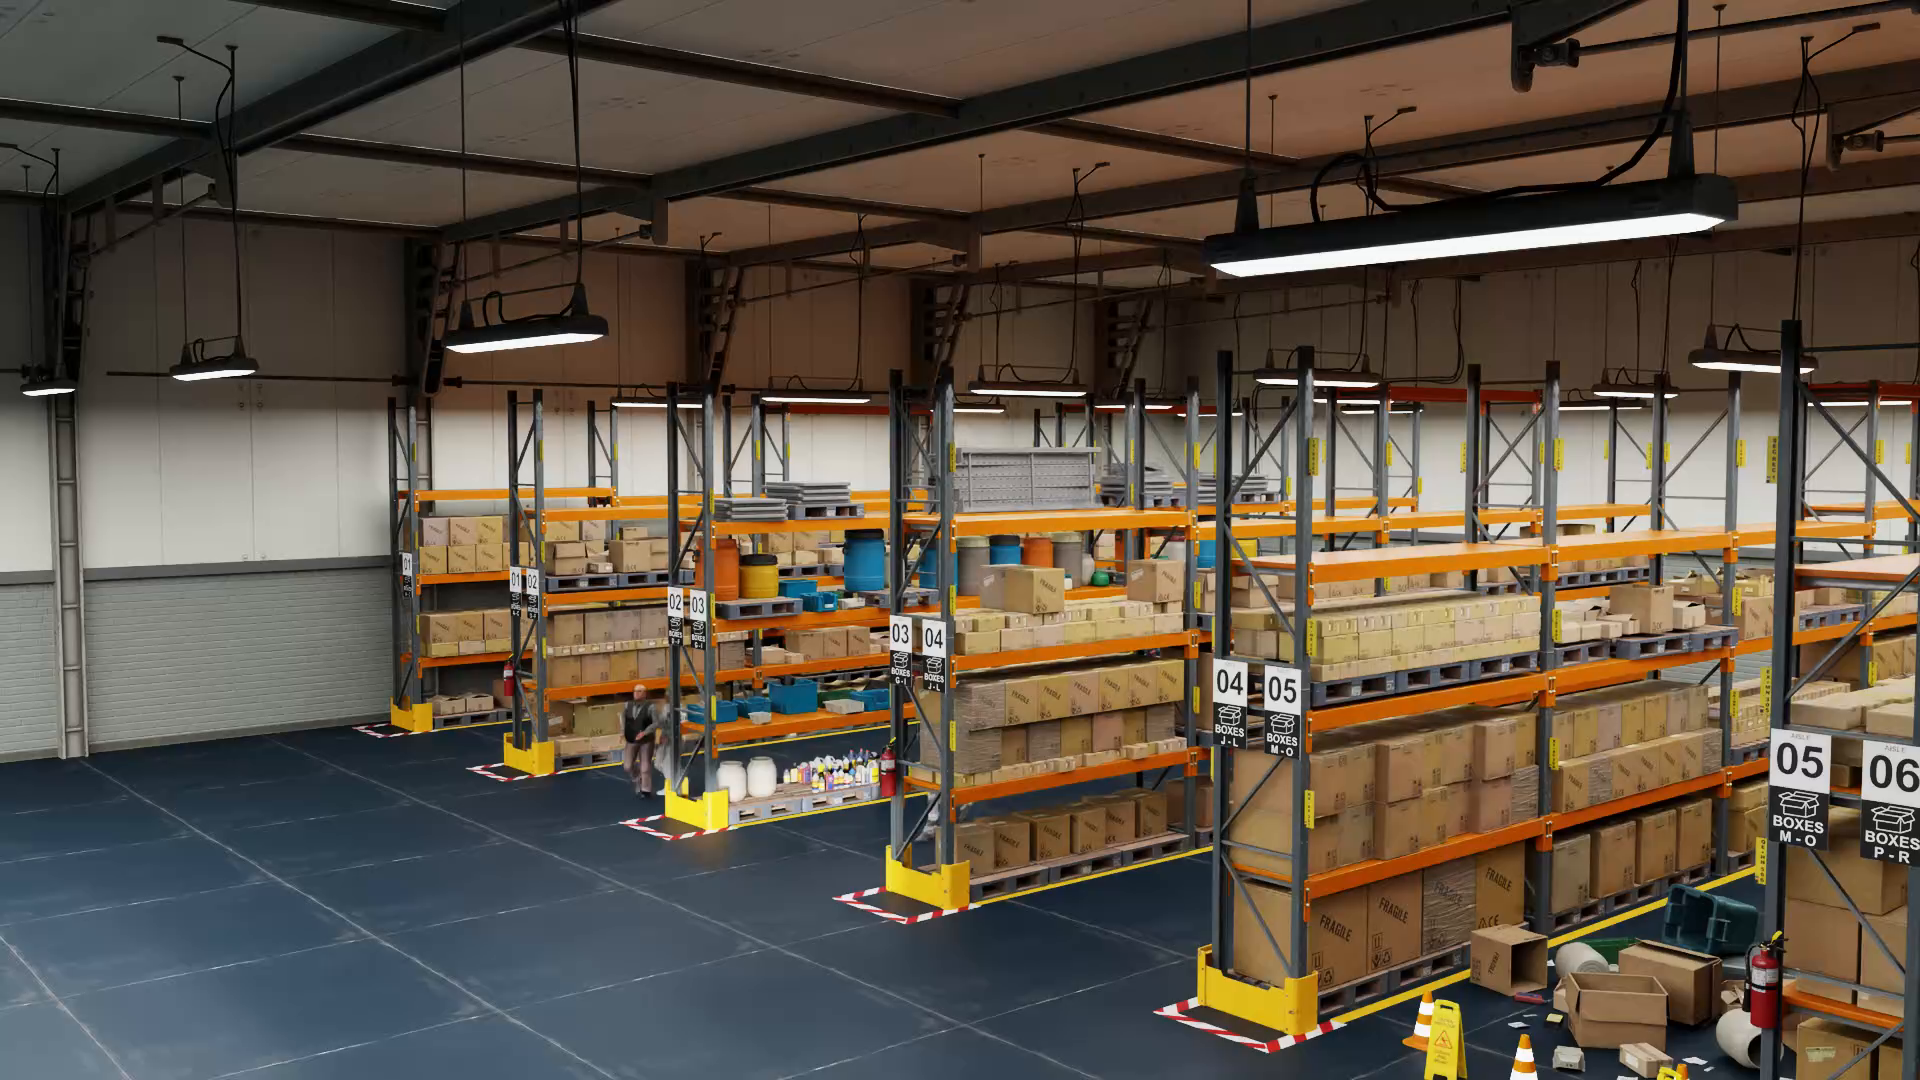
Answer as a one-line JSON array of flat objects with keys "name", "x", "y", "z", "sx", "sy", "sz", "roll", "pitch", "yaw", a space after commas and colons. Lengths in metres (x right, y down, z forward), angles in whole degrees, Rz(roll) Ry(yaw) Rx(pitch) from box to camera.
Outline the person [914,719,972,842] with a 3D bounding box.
[{"name": "person", "x": -0.197, "y": 3.055, "z": 21.794, "sx": 0.673, "sy": 1.729, "sz": 1.010, "roll": 3, "pitch": 5, "yaw": 44}]

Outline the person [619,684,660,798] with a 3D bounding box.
[{"name": "person", "x": -4.645, "y": 2.916, "z": 23.997, "sx": 0.644, "sy": 1.669, "sz": 0.663, "roll": 1, "pitch": 3, "yaw": 9}]

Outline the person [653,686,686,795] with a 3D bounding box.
[{"name": "person", "x": -4.220, "y": 2.933, "z": 24.356, "sx": 0.607, "sy": 1.638, "sz": 0.527, "roll": 3, "pitch": 4, "yaw": 42}]
